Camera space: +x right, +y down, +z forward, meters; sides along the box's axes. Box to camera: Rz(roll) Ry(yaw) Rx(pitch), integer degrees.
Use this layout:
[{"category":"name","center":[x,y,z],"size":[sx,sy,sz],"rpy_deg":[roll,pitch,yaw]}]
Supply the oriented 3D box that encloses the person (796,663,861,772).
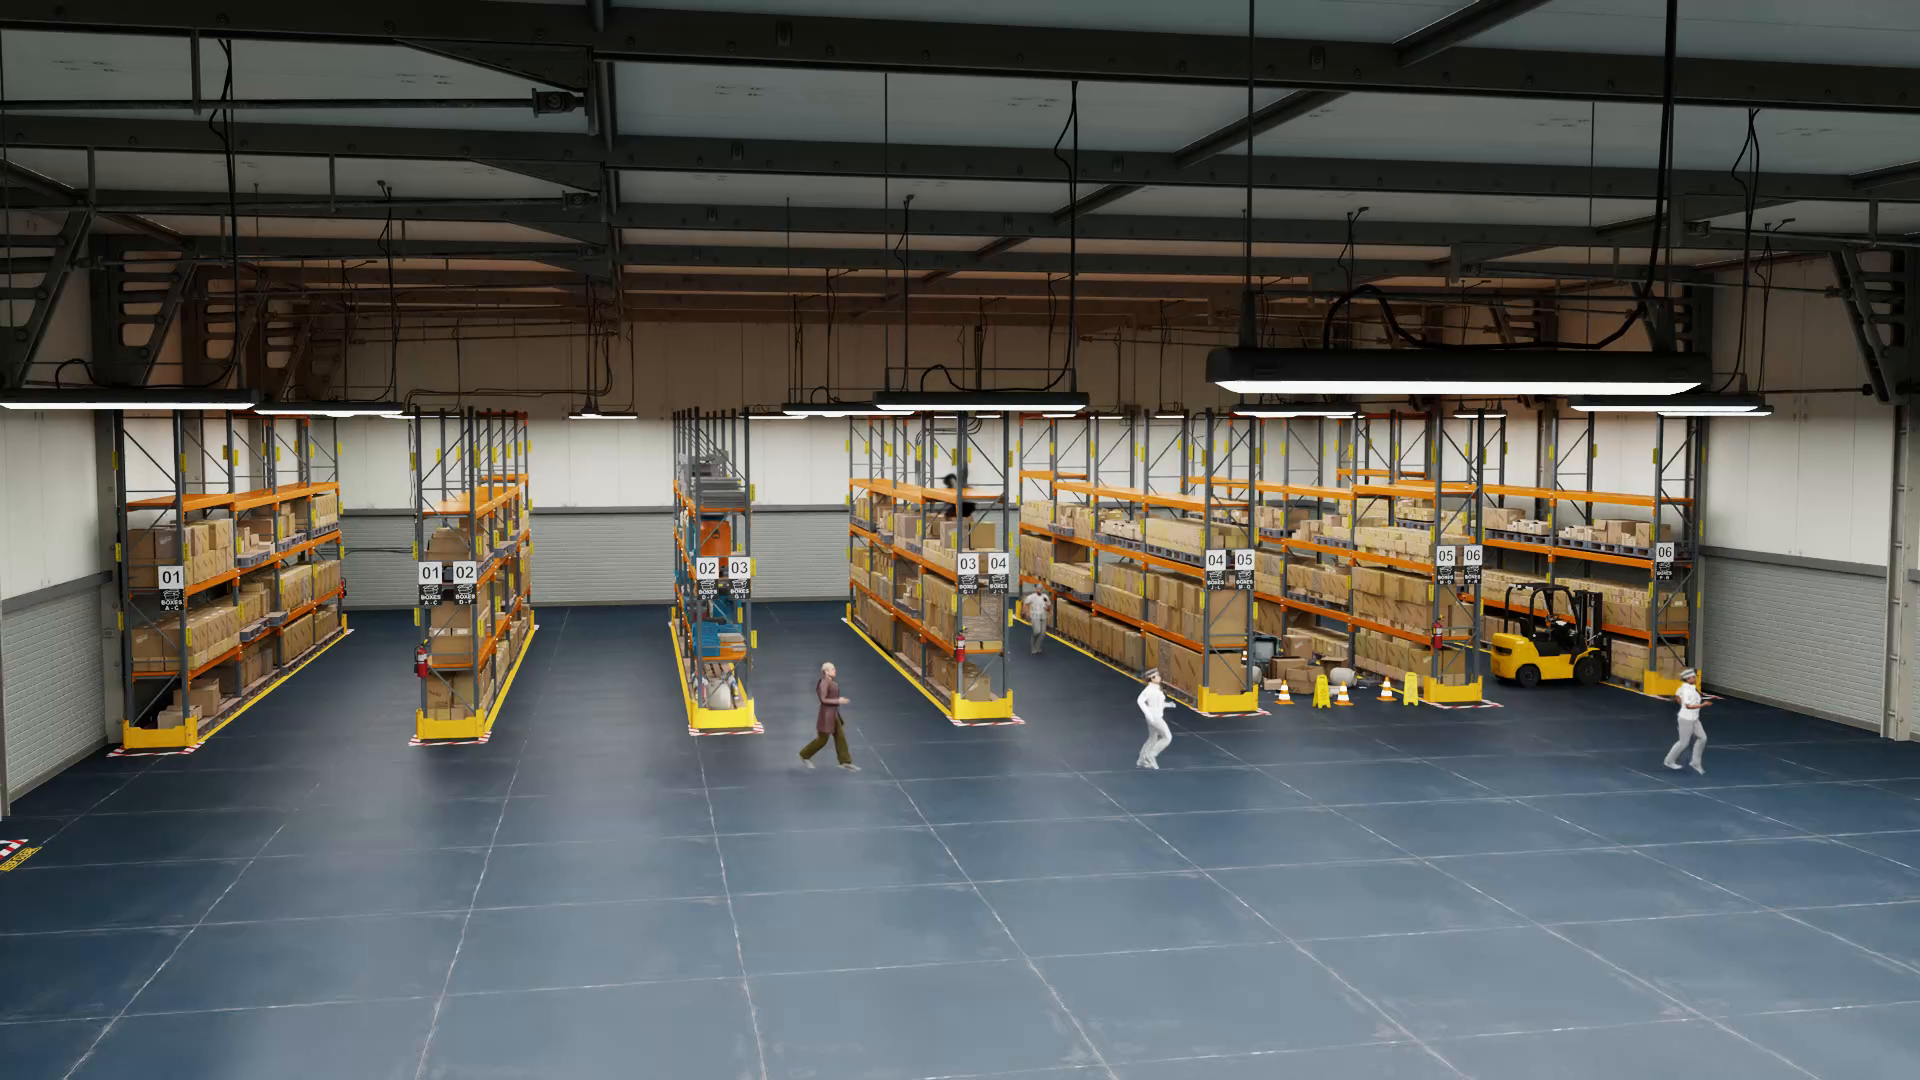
[{"category":"person","center":[-2.154,2.886,27.052],"size":[1.057,1.790,0.709],"rpy_deg":[1,4,13]}]

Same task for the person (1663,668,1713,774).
[{"category":"person","center":[11.868,2.954,27.079],"size":[0.714,1.757,0.556],"rpy_deg":[3,5,33]}]

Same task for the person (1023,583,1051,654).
[{"category":"person","center":[1.948,1.931,40.958],"size":[0.637,1.775,0.682],"rpy_deg":[-1,4,-17]}]

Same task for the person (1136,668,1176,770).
[{"category":"person","center":[3.232,2.930,27.332],"size":[0.632,1.672,0.582],"rpy_deg":[1,4,11]}]
